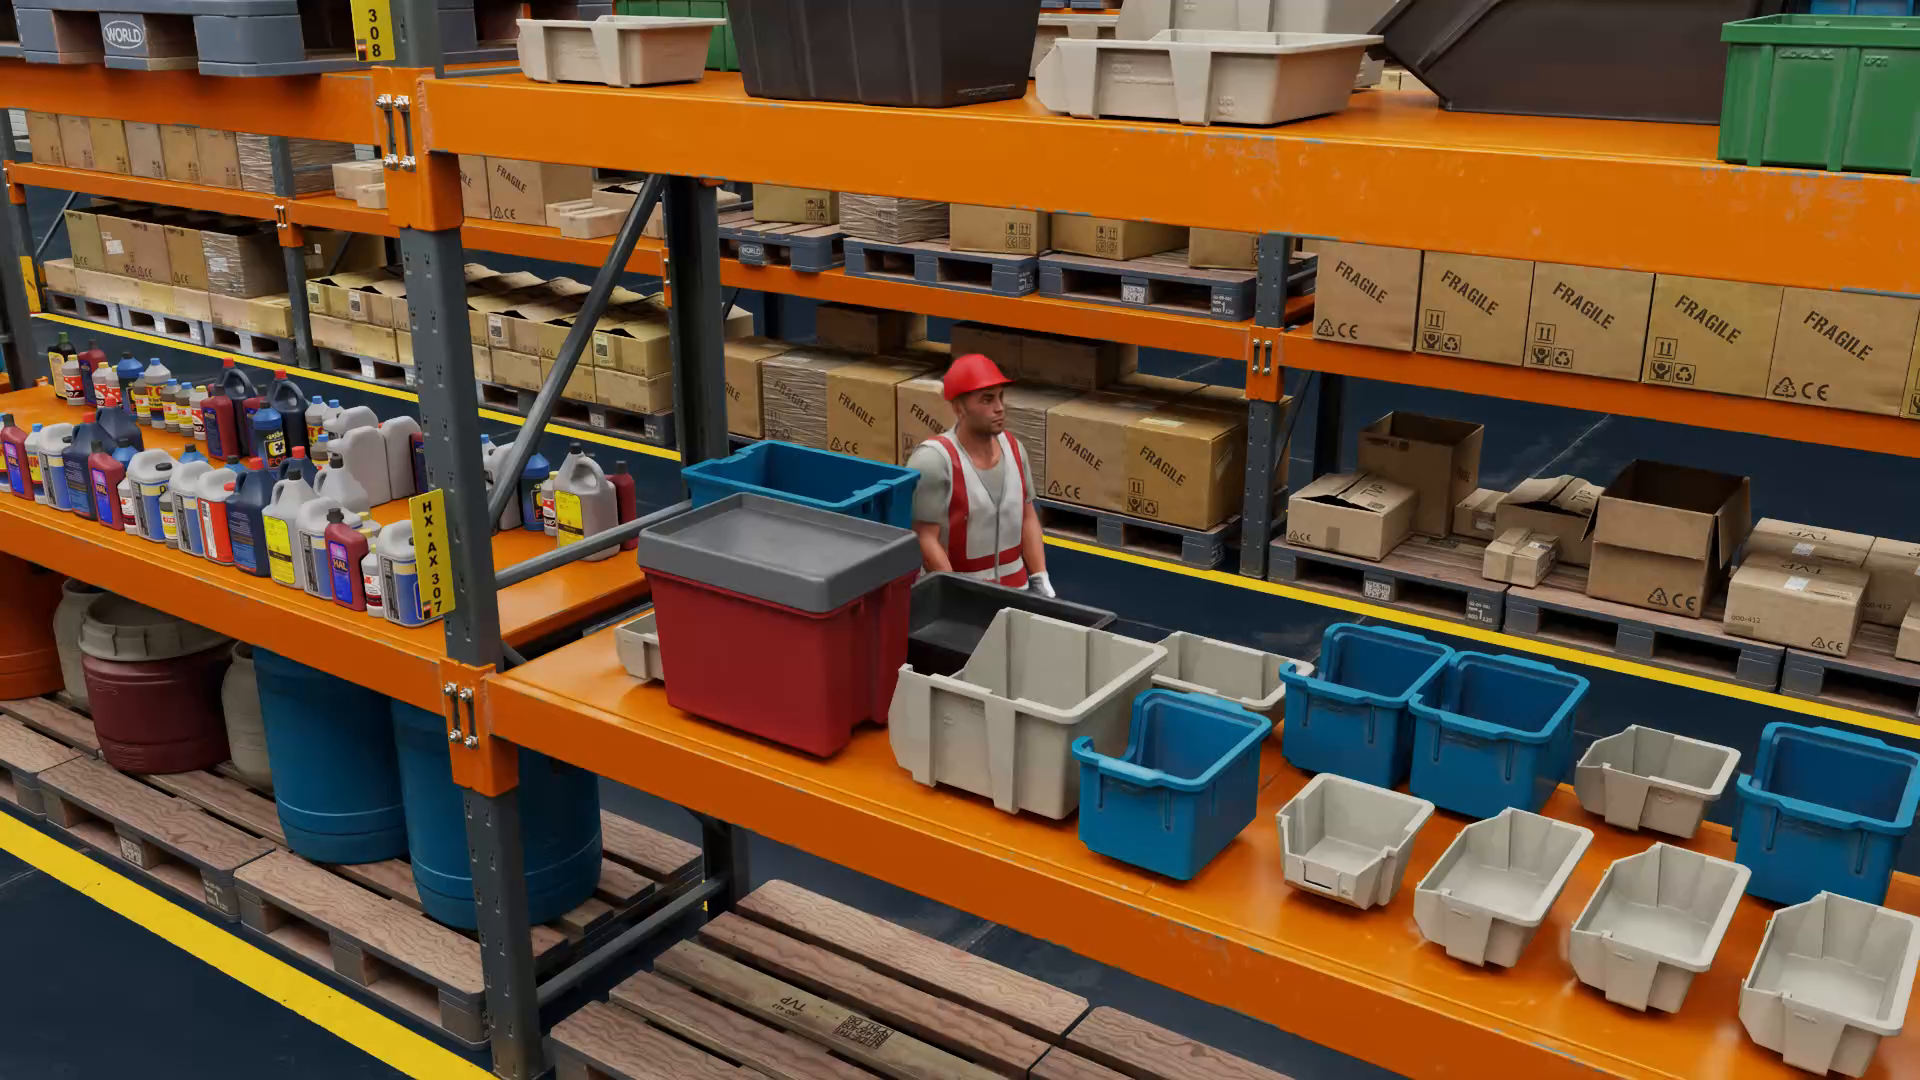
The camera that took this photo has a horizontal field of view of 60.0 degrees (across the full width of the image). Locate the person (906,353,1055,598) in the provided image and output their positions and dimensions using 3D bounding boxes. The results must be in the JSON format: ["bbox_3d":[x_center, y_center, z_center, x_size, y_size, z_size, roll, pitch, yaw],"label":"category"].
[{"bbox_3d":[0.100,0.238,5.862,0.556,1.791,0.466,-15,24,-36],"label":"person"}]
